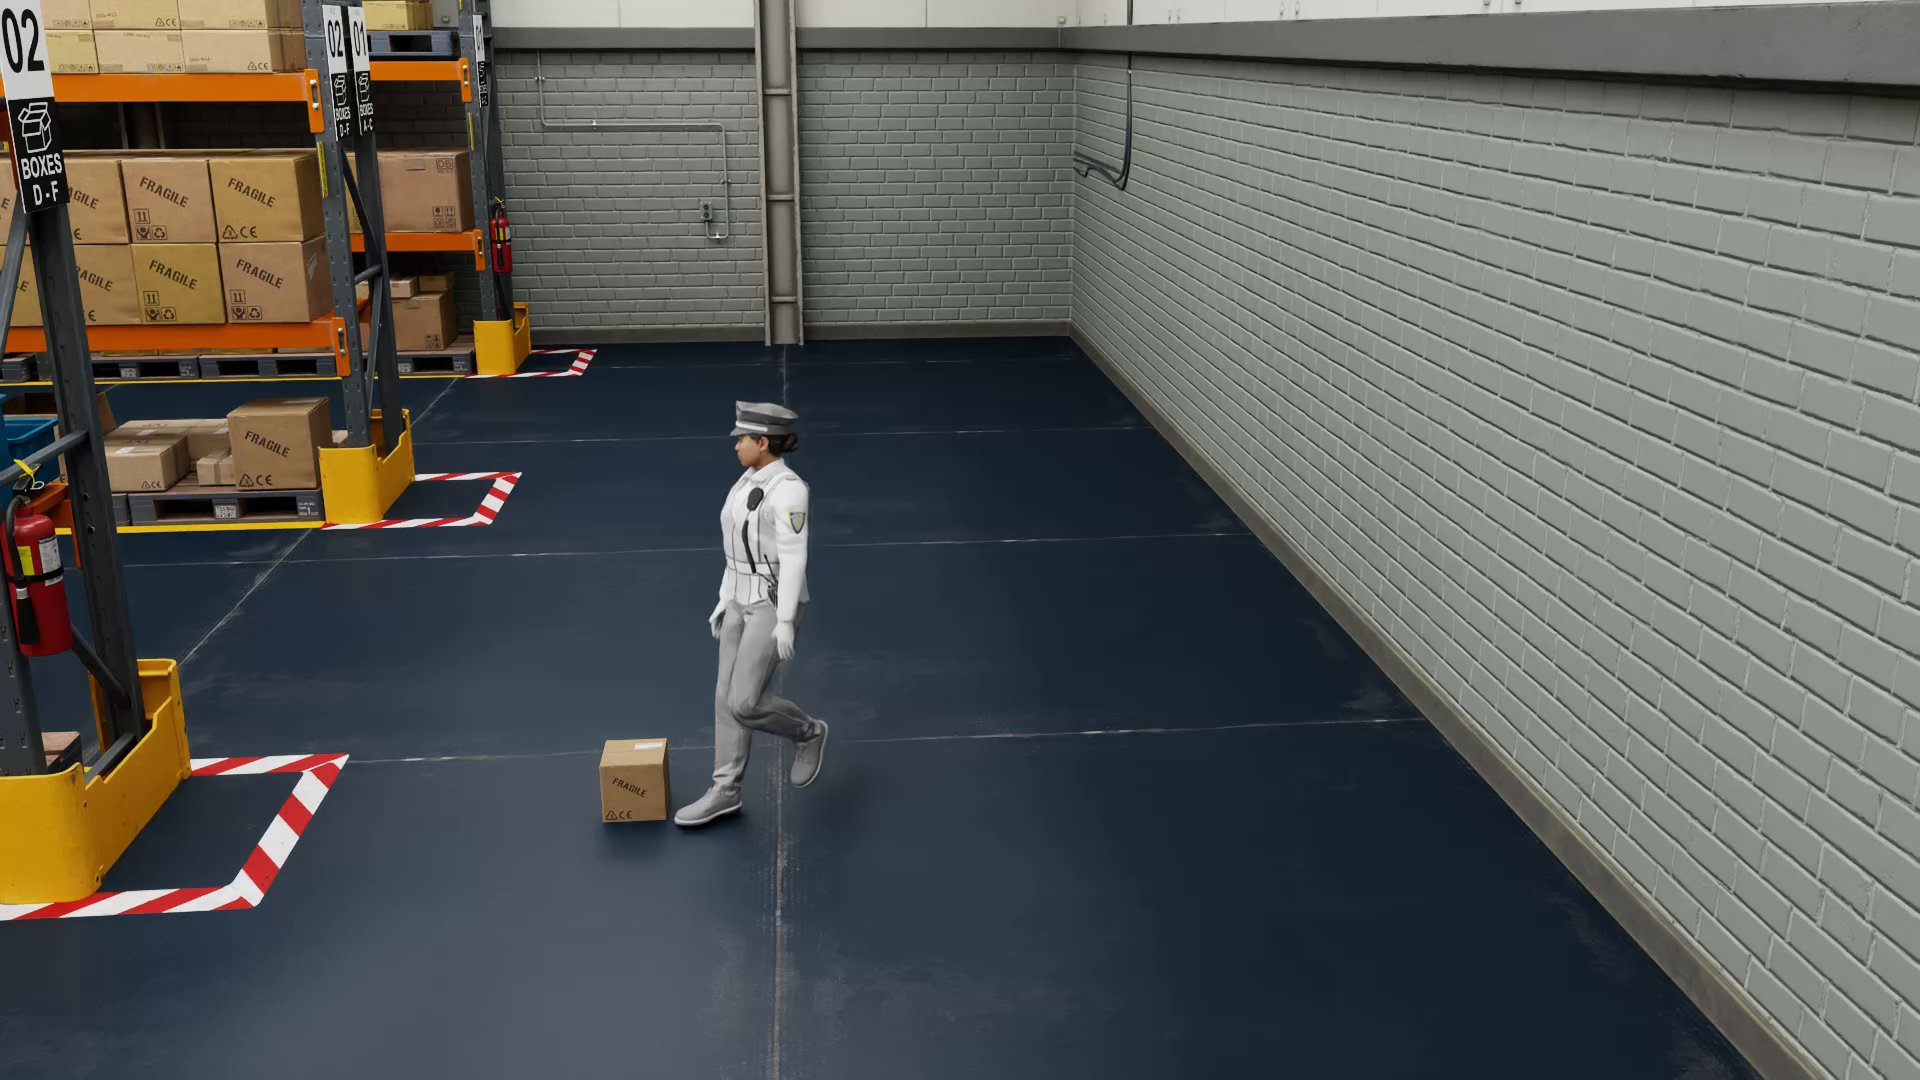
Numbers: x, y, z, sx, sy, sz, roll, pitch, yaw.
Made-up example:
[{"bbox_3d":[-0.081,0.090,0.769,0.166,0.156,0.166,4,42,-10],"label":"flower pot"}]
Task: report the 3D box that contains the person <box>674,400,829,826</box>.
[{"bbox_3d":[-0.856,0.288,6.547,0.667,1.653,0.550,-10,20,-30],"label":"person"}]
